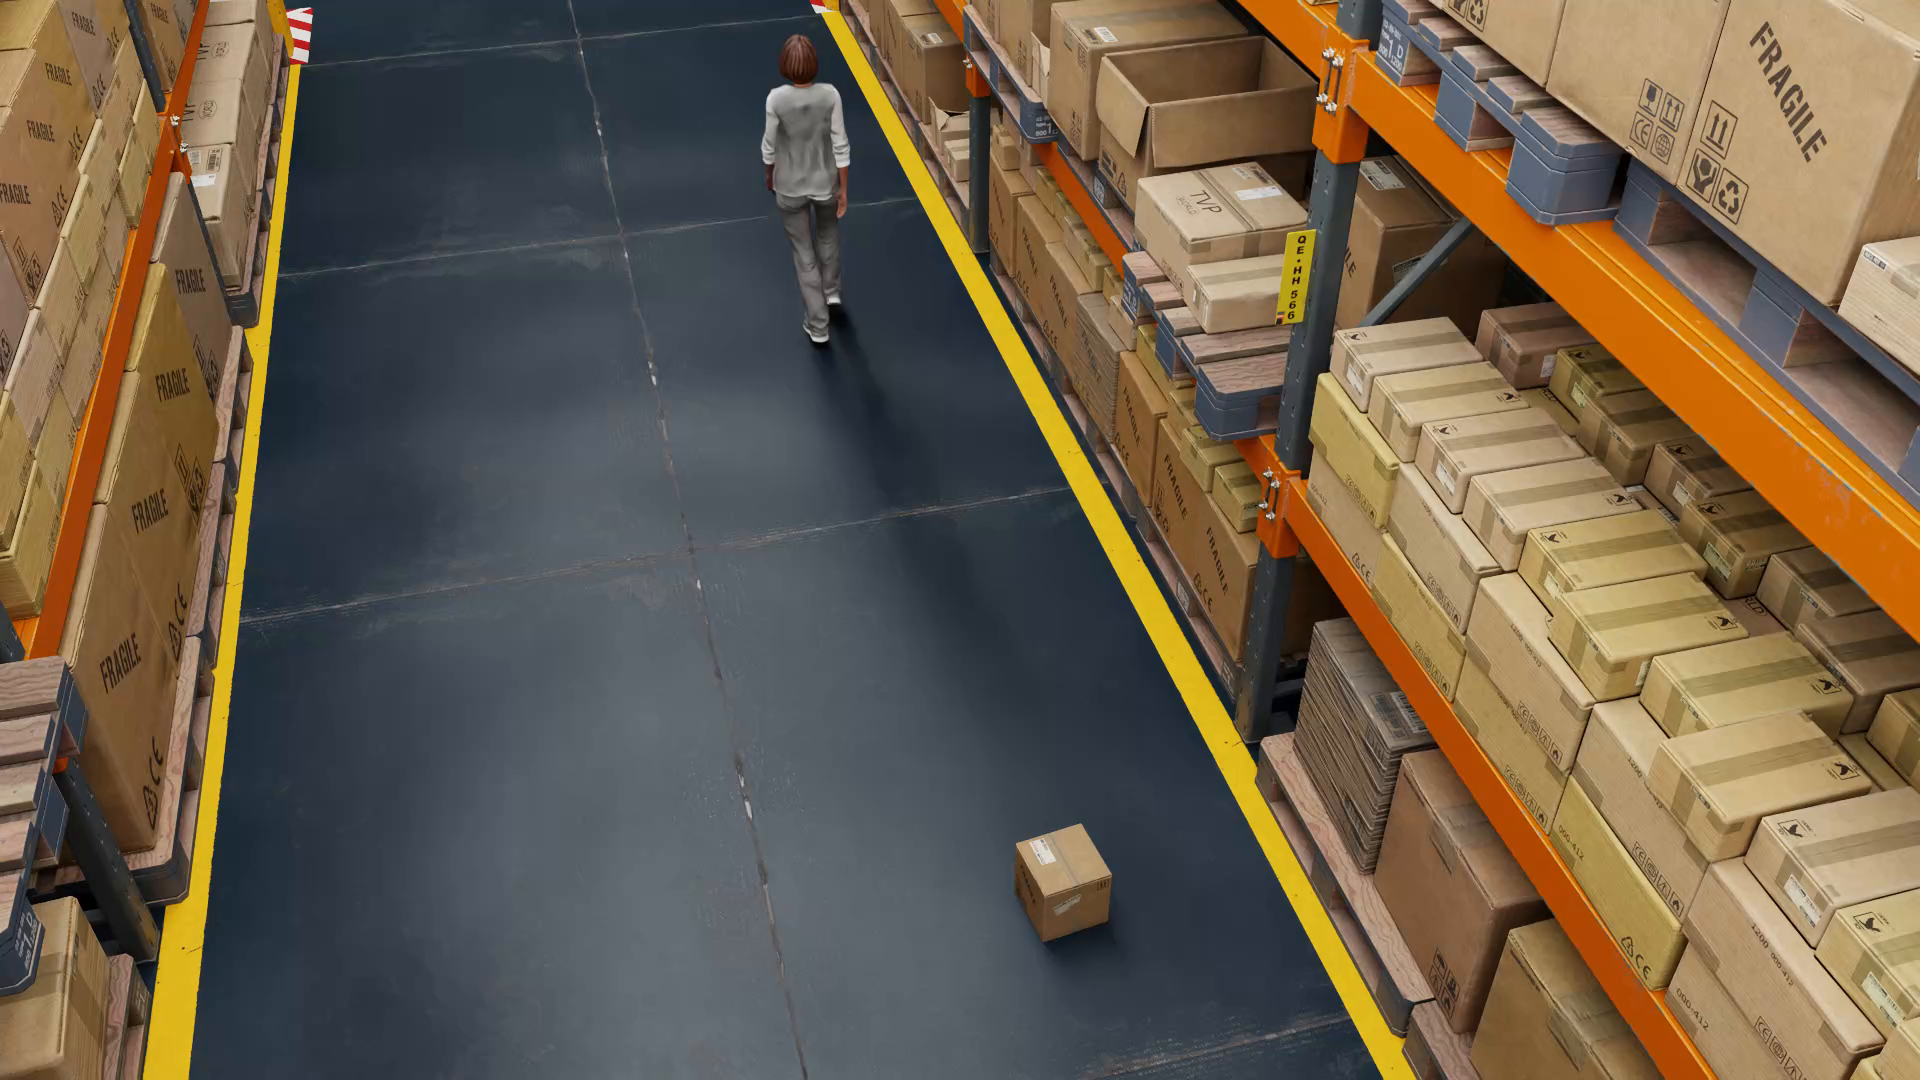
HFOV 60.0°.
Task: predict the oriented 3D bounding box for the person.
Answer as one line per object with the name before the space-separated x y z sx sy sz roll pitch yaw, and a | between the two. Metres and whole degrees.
person | -0.771 -1.760 8.373 0.414 1.648 0.576 -10 40 -12
